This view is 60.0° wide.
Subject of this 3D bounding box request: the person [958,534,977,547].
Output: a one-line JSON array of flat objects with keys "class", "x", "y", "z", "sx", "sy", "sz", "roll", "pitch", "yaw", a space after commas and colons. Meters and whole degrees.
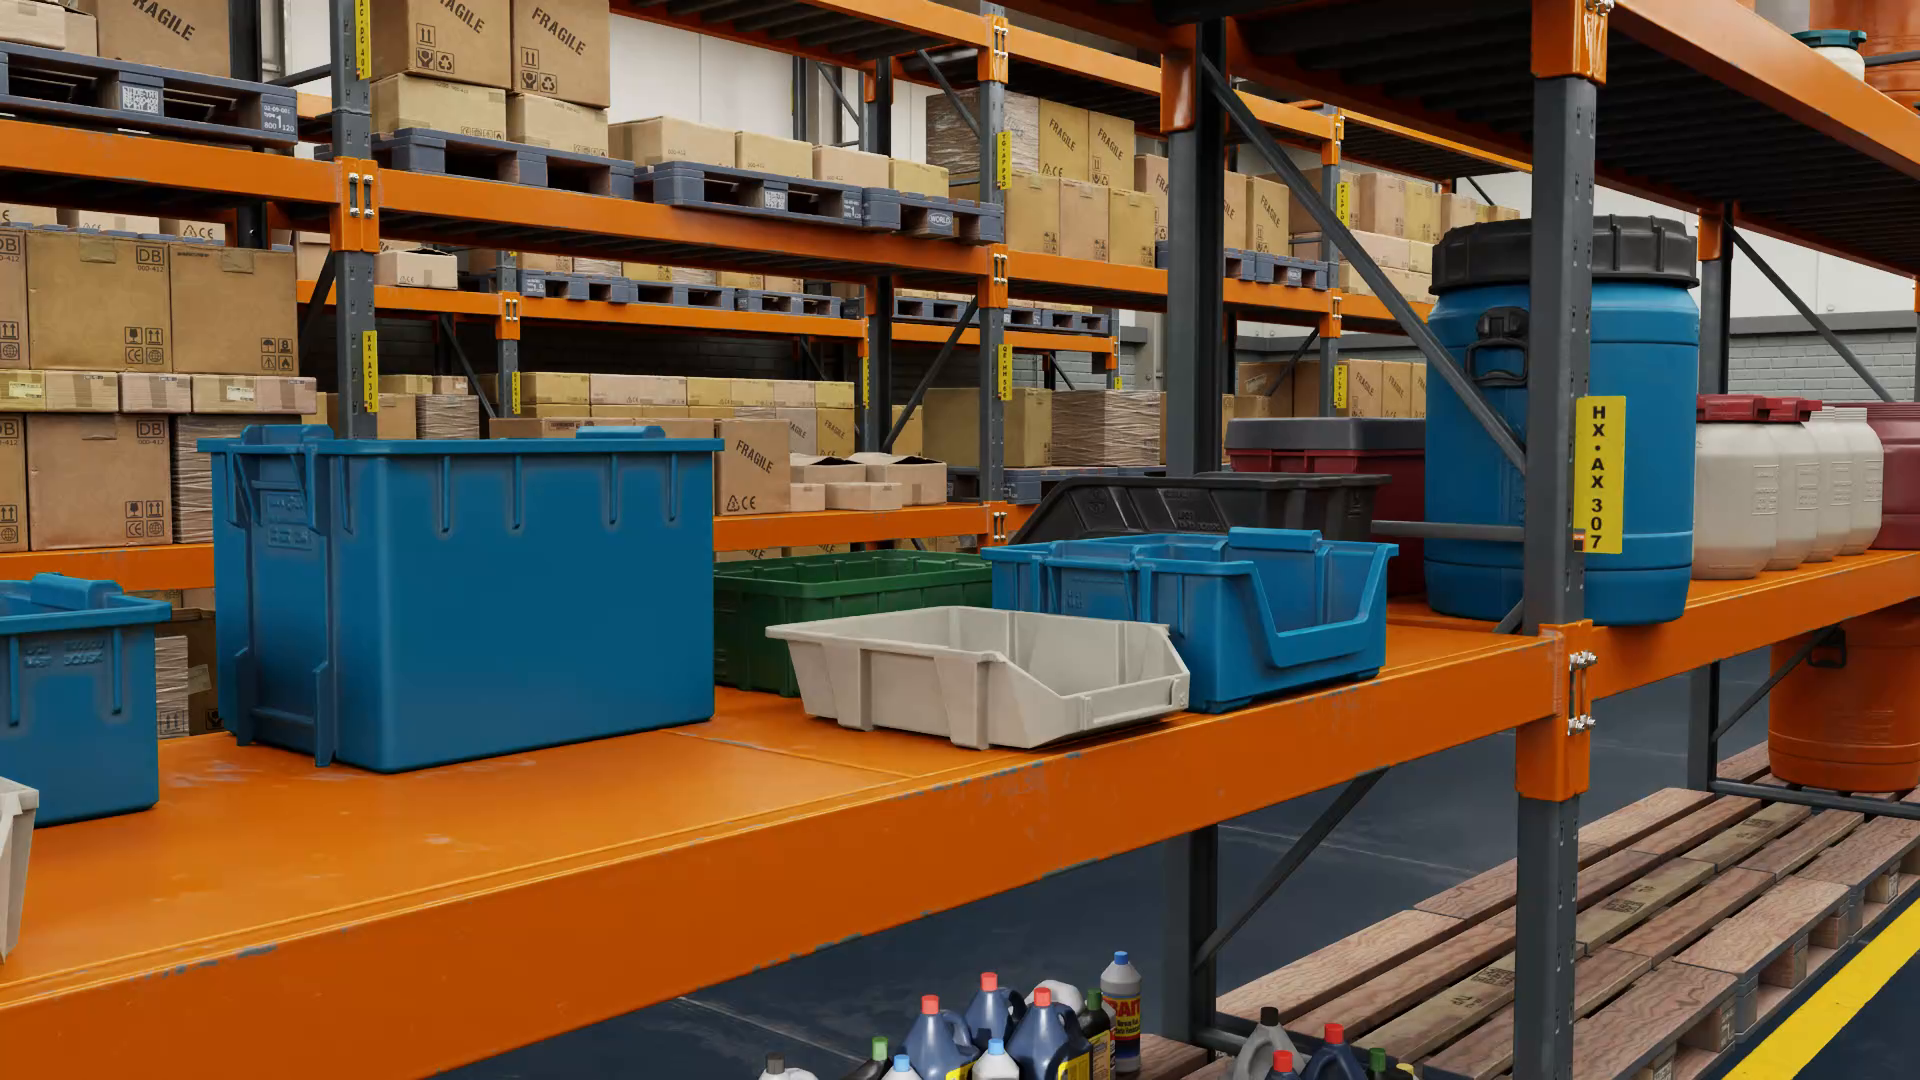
[{"class": "person", "x": 0.177, "y": -0.118, "z": 15.803, "sx": 0.532, "sy": 1.664, "sz": 0.391, "roll": 3, "pitch": 5, "yaw": 38}]
